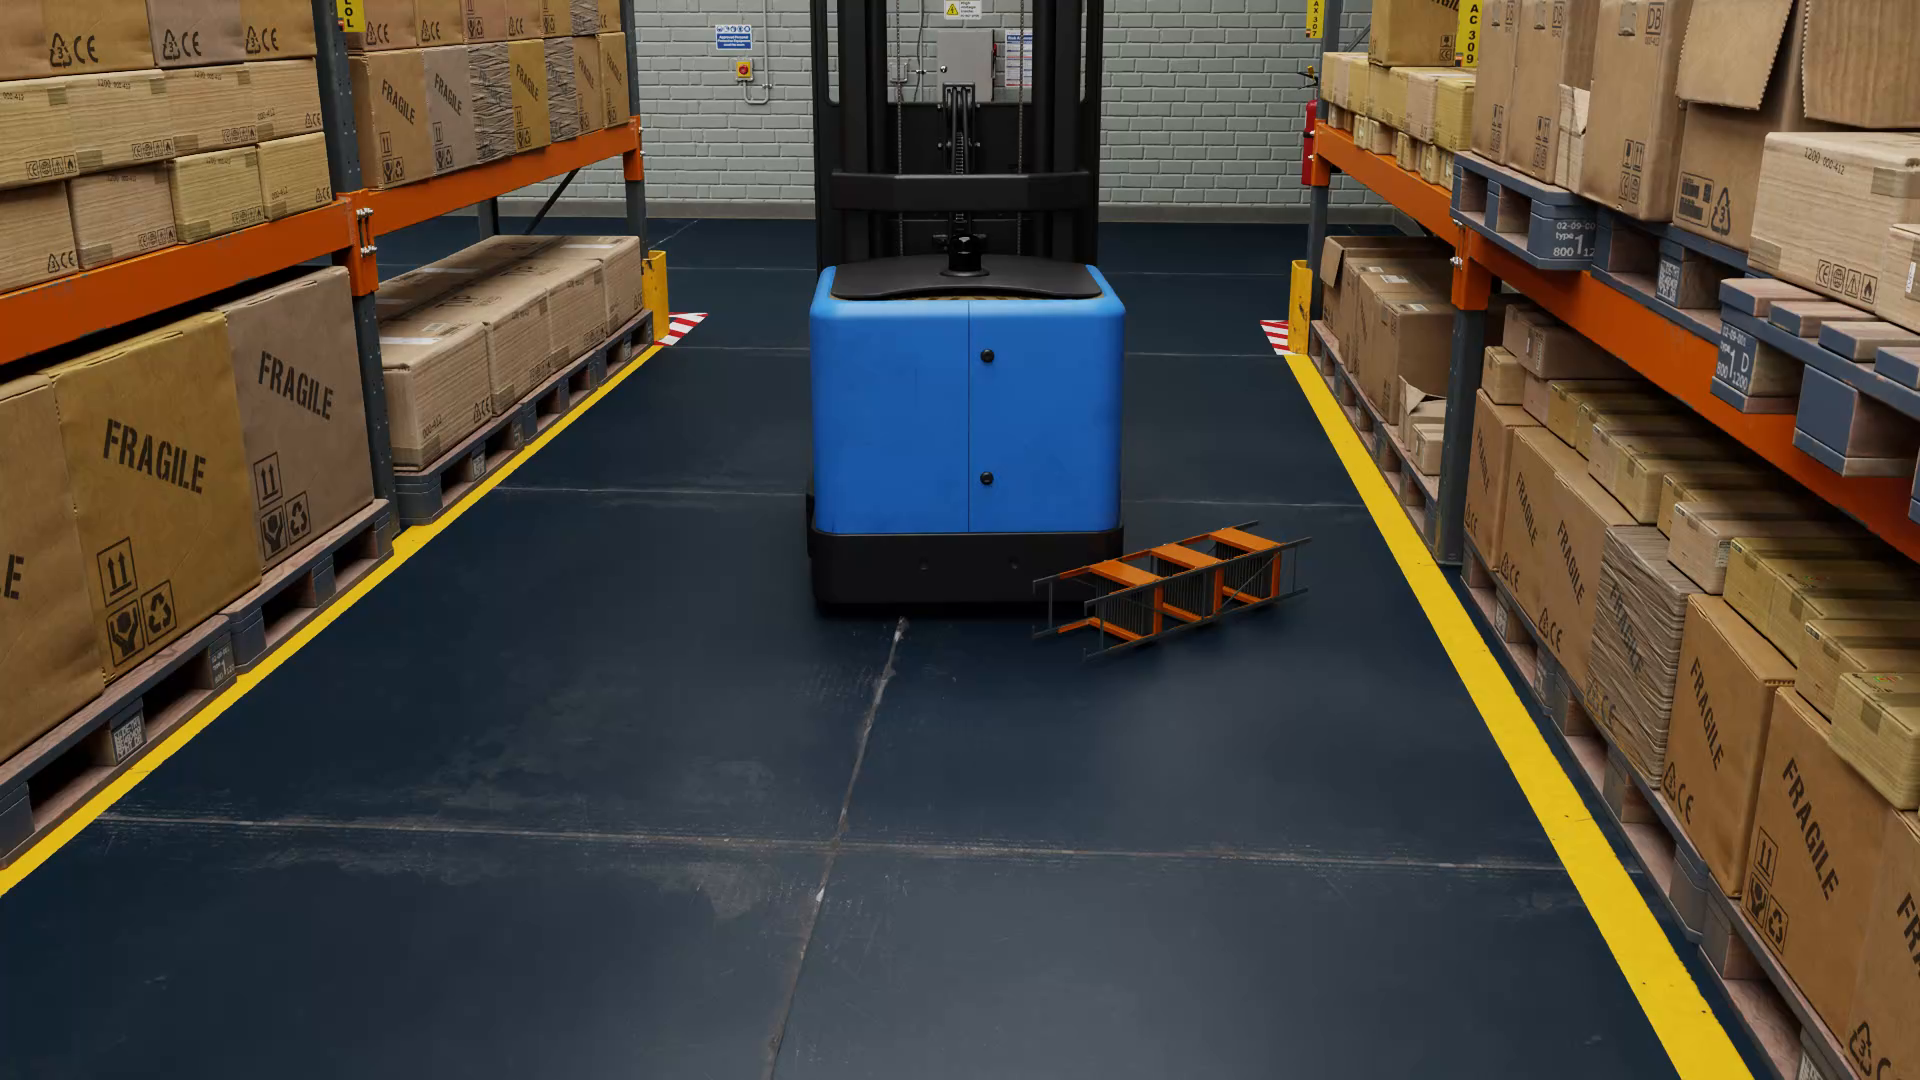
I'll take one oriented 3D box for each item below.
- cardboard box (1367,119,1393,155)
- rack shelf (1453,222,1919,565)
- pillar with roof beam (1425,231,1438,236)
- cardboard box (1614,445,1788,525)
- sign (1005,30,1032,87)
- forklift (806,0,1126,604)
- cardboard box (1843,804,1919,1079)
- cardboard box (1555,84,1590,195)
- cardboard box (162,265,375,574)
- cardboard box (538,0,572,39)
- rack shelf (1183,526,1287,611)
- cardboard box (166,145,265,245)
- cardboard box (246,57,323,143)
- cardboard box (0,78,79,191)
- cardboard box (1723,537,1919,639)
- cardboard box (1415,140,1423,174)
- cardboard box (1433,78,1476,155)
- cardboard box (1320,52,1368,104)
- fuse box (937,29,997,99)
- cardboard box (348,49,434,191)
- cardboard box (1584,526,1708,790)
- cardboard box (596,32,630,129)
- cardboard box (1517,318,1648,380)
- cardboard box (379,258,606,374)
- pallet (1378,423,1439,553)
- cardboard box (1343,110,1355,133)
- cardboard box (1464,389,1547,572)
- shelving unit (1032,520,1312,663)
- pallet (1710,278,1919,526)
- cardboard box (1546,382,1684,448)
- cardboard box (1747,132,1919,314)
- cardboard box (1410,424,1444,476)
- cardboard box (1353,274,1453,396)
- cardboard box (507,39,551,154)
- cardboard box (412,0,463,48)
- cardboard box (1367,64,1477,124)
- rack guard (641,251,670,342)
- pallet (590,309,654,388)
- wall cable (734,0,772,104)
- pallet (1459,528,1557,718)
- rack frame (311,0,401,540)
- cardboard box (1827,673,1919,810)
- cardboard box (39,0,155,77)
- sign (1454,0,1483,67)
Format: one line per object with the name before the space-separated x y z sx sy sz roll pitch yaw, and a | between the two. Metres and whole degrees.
cardboard box | 2.112 -1.880 7.746 0.380 0.149 0.250 2 18 5
rack shelf | 2.120 -0.371 3.893 1.077 0.370 4.000 1 18 4
pillar with roof beam | -0.652 -6.341 11.322 9.100 9.000 0.400 1 18 4
cardboard box | 1.941 -0.142 4.336 0.380 0.149 0.250 2 18 6
sign | 0.572 -4.354 15.045 0.329 0.494 0.001 1 18 4
forklift | -0.021 -1.588 6.561 1.130 2.935 3.031 -1 18 -2
cardboard box | 1.792 0.760 2.625 0.500 0.500 0.500 2 18 6
cardboard box | 1.781 -1.047 4.342 0.396 0.266 0.258 2 18 7
cardboard box | -2.653 -0.439 5.684 0.875 0.875 0.875 2 18 6
cardboard box | -2.245 -2.737 8.193 0.500 0.500 0.500 1 18 4
rack shelf | 0.938 0.103 5.715 0.259 0.215 0.240 -14 23 -36
cardboard box | -2.506 -1.069 5.110 0.500 0.250 0.500 1 18 3
cardboard box | -2.477 -1.468 5.523 0.500 0.250 0.500 1 18 4
cardboard box | -2.556 -0.992 4.070 0.500 0.250 0.500 2 18 5
cardboard box | 1.892 0.105 3.585 0.380 0.149 0.250 1 18 3
cardboard box | 2.072 -1.563 6.779 0.380 0.149 0.250 2 18 5
cardboard box | 2.057 -1.568 6.153 0.500 0.250 0.500 2 18 5
cardboard box | 2.249 -2.512 9.034 0.500 0.250 0.500 1 18 4
fuse box | 0.065 -3.733 15.068 0.539 1.711 0.414 1 18 4
cardboard box | -2.393 -1.631 6.423 0.500 0.500 0.500 2 18 6
cardboard box | 1.892 0.281 4.088 0.500 0.500 0.500 1 18 2
cardboard box | -2.172 -2.578 9.312 0.500 0.500 0.500 1 18 4
cardboard box | 2.001 -0.608 5.282 0.380 0.149 0.250 0 18 1
cardboard box | -2.406 -1.176 8.636 0.875 0.438 0.875 2 18 5
pallet | 2.314 -0.222 6.762 1.003 0.211 1.213 1 18 4
cardboard box | 2.281 -2.281 8.970 0.380 0.149 0.250 2 18 5
cardboard box | 2.004 -0.200 5.558 0.500 0.500 0.500 2 18 6
shelving unit | 0.723 0.155 5.555 1.050 0.215 0.252 -14 23 -36
pallet | 1.955 -0.213 2.563 1.213 0.211 1.003 1 18 4
cardboard box | 2.023 -0.381 5.066 0.380 0.149 0.250 0 18 1
cardboard box | 1.729 -0.555 2.866 0.500 0.250 0.500 0 18 1
cardboard box | 2.010 -0.358 6.604 0.380 0.149 0.250 1 18 2
cardboard box | 2.174 -0.974 7.917 0.500 0.500 0.500 2 18 5
cardboard box | -2.274 -2.102 7.859 0.500 0.500 0.500 2 18 6
cardboard box | -2.370 -2.266 6.753 0.500 0.500 0.500 1 18 3
cardboard box | 2.164 -2.038 7.589 0.500 0.250 0.500 1 18 2
rack guard | -2.399 -1.506 10.215 1.175 0.500 0.348 1 18 4
pallet | -2.380 -1.111 9.474 1.003 0.211 1.213 1 18 4
wall cable | -2.020 -4.935 14.986 0.585 1.953 0.123 1 18 4
pallet | 2.243 0.245 5.338 1.003 0.211 1.213 1 18 4
rack frame | -2.688 -1.444 6.012 1.000 3.000 0.127 1 18 4
cardboard box | 1.748 0.344 2.855 0.380 0.149 0.250 0 18 1
cardboard box | -2.555 -1.504 4.430 0.500 0.500 0.500 2 18 6
sign | 1.722 -1.755 5.572 0.100 0.325 0.005 1 18 4
